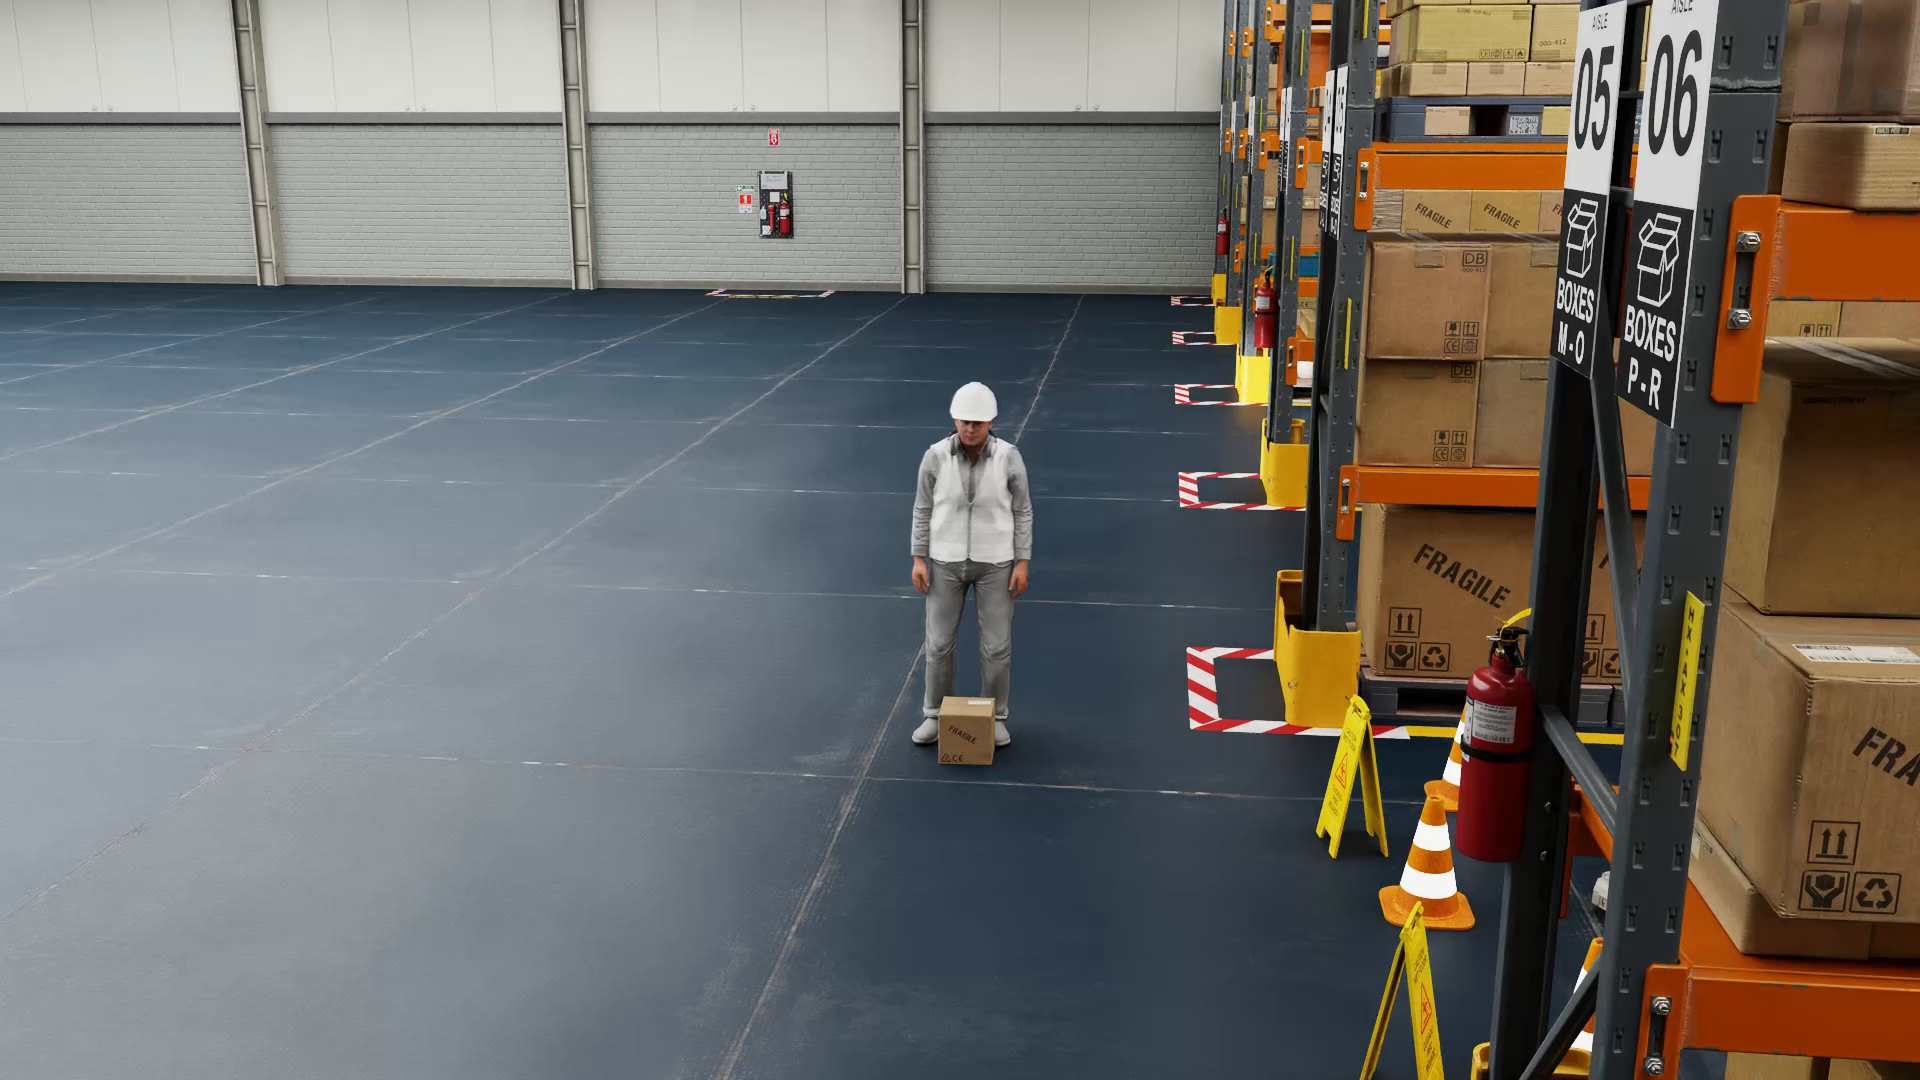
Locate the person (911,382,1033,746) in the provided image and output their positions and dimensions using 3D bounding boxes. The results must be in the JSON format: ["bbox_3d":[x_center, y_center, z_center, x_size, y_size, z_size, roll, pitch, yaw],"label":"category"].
[{"bbox_3d":[0.055,0.112,8.007,0.581,1.771,0.465,2,14,6],"label":"person"}]
